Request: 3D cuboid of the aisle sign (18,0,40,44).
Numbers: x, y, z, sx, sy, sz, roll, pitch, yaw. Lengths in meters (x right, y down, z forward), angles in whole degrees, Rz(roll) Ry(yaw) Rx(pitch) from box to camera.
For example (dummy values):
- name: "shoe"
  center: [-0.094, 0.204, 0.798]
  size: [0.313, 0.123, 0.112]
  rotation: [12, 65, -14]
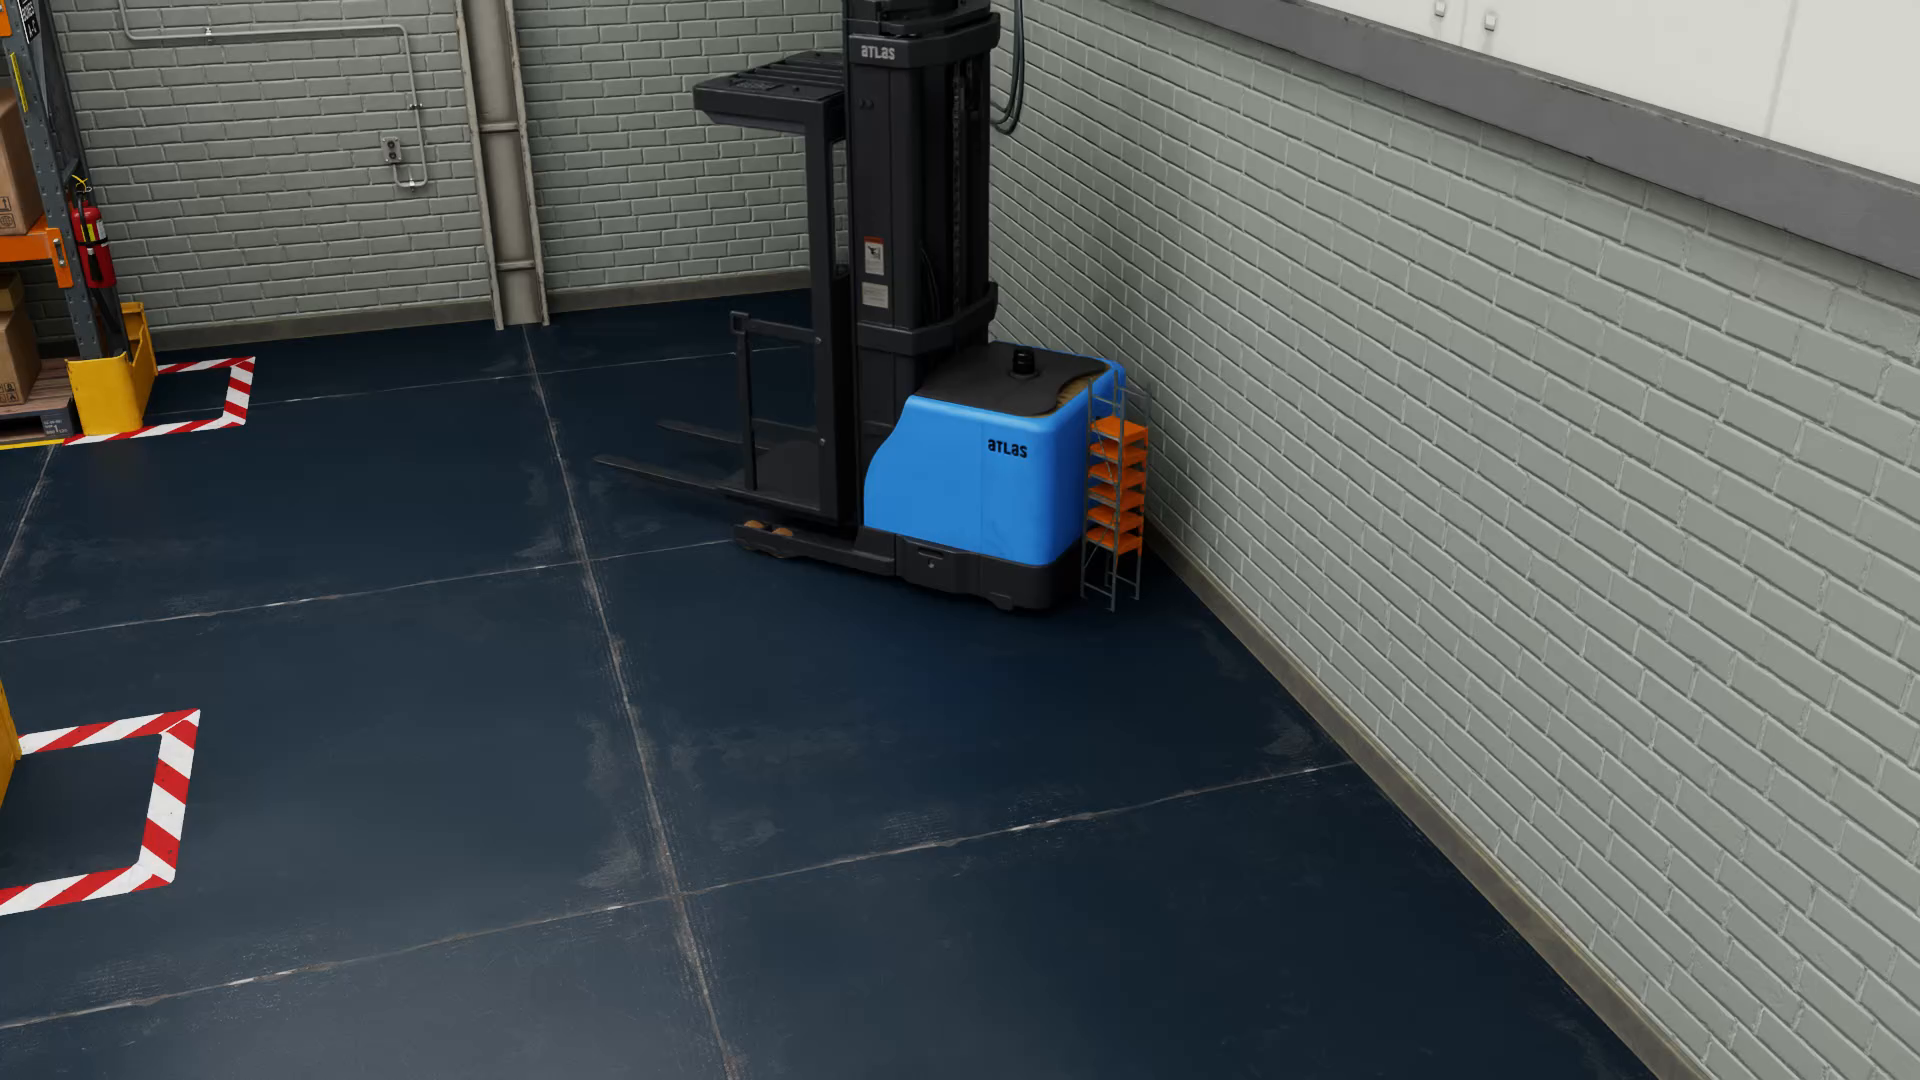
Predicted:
- name: "aisle sign"
  center: [-5.455, -3.311, 9.623]
  size: [0.004, 0.787, 0.394]
  rotation: [-8, 28, -16]

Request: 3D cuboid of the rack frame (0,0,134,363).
- name: "rack frame"
  center: [-5.617, -2.264, 10.436]
  size: [0.127, 3.000, 1.000]
  rotation: [-8, 28, -16]

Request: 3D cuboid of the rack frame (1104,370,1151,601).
- name: "rack frame"
  center: [0.847, -0.265, 8.433]
  size: [0.006, 1.200, 0.240]
  rotation: [-21, 33, -37]

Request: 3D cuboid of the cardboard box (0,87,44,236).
- name: "cardboard box"
  center: [-6.099, -2.323, 10.219]
  size: [0.700, 0.700, 0.980]
  rotation: [-7, 27, -14]

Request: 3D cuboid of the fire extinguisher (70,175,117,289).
- name: "fire extinguisher"
  center: [-5.330, -1.888, 10.185]
  size: [0.183, 0.674, 0.296]
  rotation: [-8, 28, -16]

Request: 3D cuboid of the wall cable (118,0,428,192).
- name: "wall cable"
  center: [-4.692, -3.295, 11.371]
  size: [1.851, 1.984, 0.084]
  rotation: [-8, 28, -16]

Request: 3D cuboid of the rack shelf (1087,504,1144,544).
- name: "rack shelf"
  center: [0.778, -0.091, 8.449]
  size: [0.180, 0.103, 0.258]
  rotation: [-21, 33, -37]

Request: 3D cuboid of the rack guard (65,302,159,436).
- name: "rack guard"
  center: [-5.594, -1.147, 10.999]
  size: [0.348, 0.500, 1.175]
  rotation: [-8, 28, -16]

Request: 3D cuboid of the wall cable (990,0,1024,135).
- name: "wall cable"
  center: [-0.128, -4.188, 11.057]
  size: [0.112, 2.526, 3.097]
  rotation: [-8, 28, -16]

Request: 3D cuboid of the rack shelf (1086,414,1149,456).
- name: "rack shelf"
  center: [0.780, -0.523, 8.241]
  size: [0.180, 0.103, 0.258]
  rotation: [-21, 33, -37]

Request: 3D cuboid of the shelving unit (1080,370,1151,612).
- name: "shelving unit"
  center: [0.779, -0.239, 8.378]
  size: [0.189, 1.200, 0.258]
  rotation: [-21, 33, -37]

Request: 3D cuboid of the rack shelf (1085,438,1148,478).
- name: "rack shelf"
  center: [0.779, -0.415, 8.293]
  size: [0.180, 0.103, 0.258]
  rotation: [-21, 33, -37]

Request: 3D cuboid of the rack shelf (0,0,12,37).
- name: "rack shelf"
  center: [-7.518, -3.009, 9.374]
  size: [4.000, 0.370, 1.077]
  rotation: [-8, 28, -16]

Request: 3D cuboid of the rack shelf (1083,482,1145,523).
- name: "rack shelf"
  center: [0.778, -0.199, 8.397]
  size: [0.180, 0.103, 0.258]
  rotation: [-21, 33, -37]

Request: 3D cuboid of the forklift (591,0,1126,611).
- name: "forklift"
  center: [-0.662, -1.403, 8.780]
  size: [3.031, 2.935, 1.130]
  rotation: [13, 29, 25]

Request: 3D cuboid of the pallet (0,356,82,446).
- name: "pallet"
  center: [-6.353, -0.871, 10.768]
  size: [1.213, 0.211, 1.003]
  rotation: [-8, 28, -16]

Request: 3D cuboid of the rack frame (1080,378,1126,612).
- name: "rack frame"
  center: [0.711, -0.213, 8.322]
  size: [0.006, 1.200, 0.240]
  rotation: [-21, 33, -37]

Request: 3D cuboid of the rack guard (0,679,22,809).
- name: "rack guard"
  center: [-4.151, 0.960, 6.753]
  size: [0.348, 0.500, 1.175]
  rotation: [-8, 28, -16]

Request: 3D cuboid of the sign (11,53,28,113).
- name: "sign"
  center: [-5.462, -2.657, 9.660]
  size: [0.005, 0.325, 0.100]
  rotation: [-8, 28, -16]

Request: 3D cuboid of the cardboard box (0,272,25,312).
- name: "cardboard box"
  center: [-6.195, -1.586, 10.680]
  size: [0.250, 0.149, 0.380]
  rotation: [-8, 28, -16]

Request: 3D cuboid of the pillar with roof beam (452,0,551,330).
- name: "pillar with roof beam"
  center: [-1.984, -3.868, 6.921]
  size: [0.400, 9.000, 9.100]
  rotation: [-8, 28, -16]

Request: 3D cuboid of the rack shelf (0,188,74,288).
- name: "rack shelf"
  center: [-7.518, -1.666, 10.041]
  size: [4.000, 0.370, 1.077]
  rotation: [-8, 28, -16]

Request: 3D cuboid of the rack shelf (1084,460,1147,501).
- name: "rack shelf"
  center: [0.779, -0.307, 8.345]
  size: [0.180, 0.103, 0.258]
  rotation: [-21, 33, -37]

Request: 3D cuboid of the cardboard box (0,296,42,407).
- name: "cardboard box"
  center: [-6.251, -1.193, 10.619]
  size: [0.500, 0.500, 0.700]
  rotation: [-8, 28, -16]

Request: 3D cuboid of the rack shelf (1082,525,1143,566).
- name: "rack shelf"
  center: [0.777, 0.017, 8.501]
  size: [0.180, 0.103, 0.258]
  rotation: [-21, 33, -37]
